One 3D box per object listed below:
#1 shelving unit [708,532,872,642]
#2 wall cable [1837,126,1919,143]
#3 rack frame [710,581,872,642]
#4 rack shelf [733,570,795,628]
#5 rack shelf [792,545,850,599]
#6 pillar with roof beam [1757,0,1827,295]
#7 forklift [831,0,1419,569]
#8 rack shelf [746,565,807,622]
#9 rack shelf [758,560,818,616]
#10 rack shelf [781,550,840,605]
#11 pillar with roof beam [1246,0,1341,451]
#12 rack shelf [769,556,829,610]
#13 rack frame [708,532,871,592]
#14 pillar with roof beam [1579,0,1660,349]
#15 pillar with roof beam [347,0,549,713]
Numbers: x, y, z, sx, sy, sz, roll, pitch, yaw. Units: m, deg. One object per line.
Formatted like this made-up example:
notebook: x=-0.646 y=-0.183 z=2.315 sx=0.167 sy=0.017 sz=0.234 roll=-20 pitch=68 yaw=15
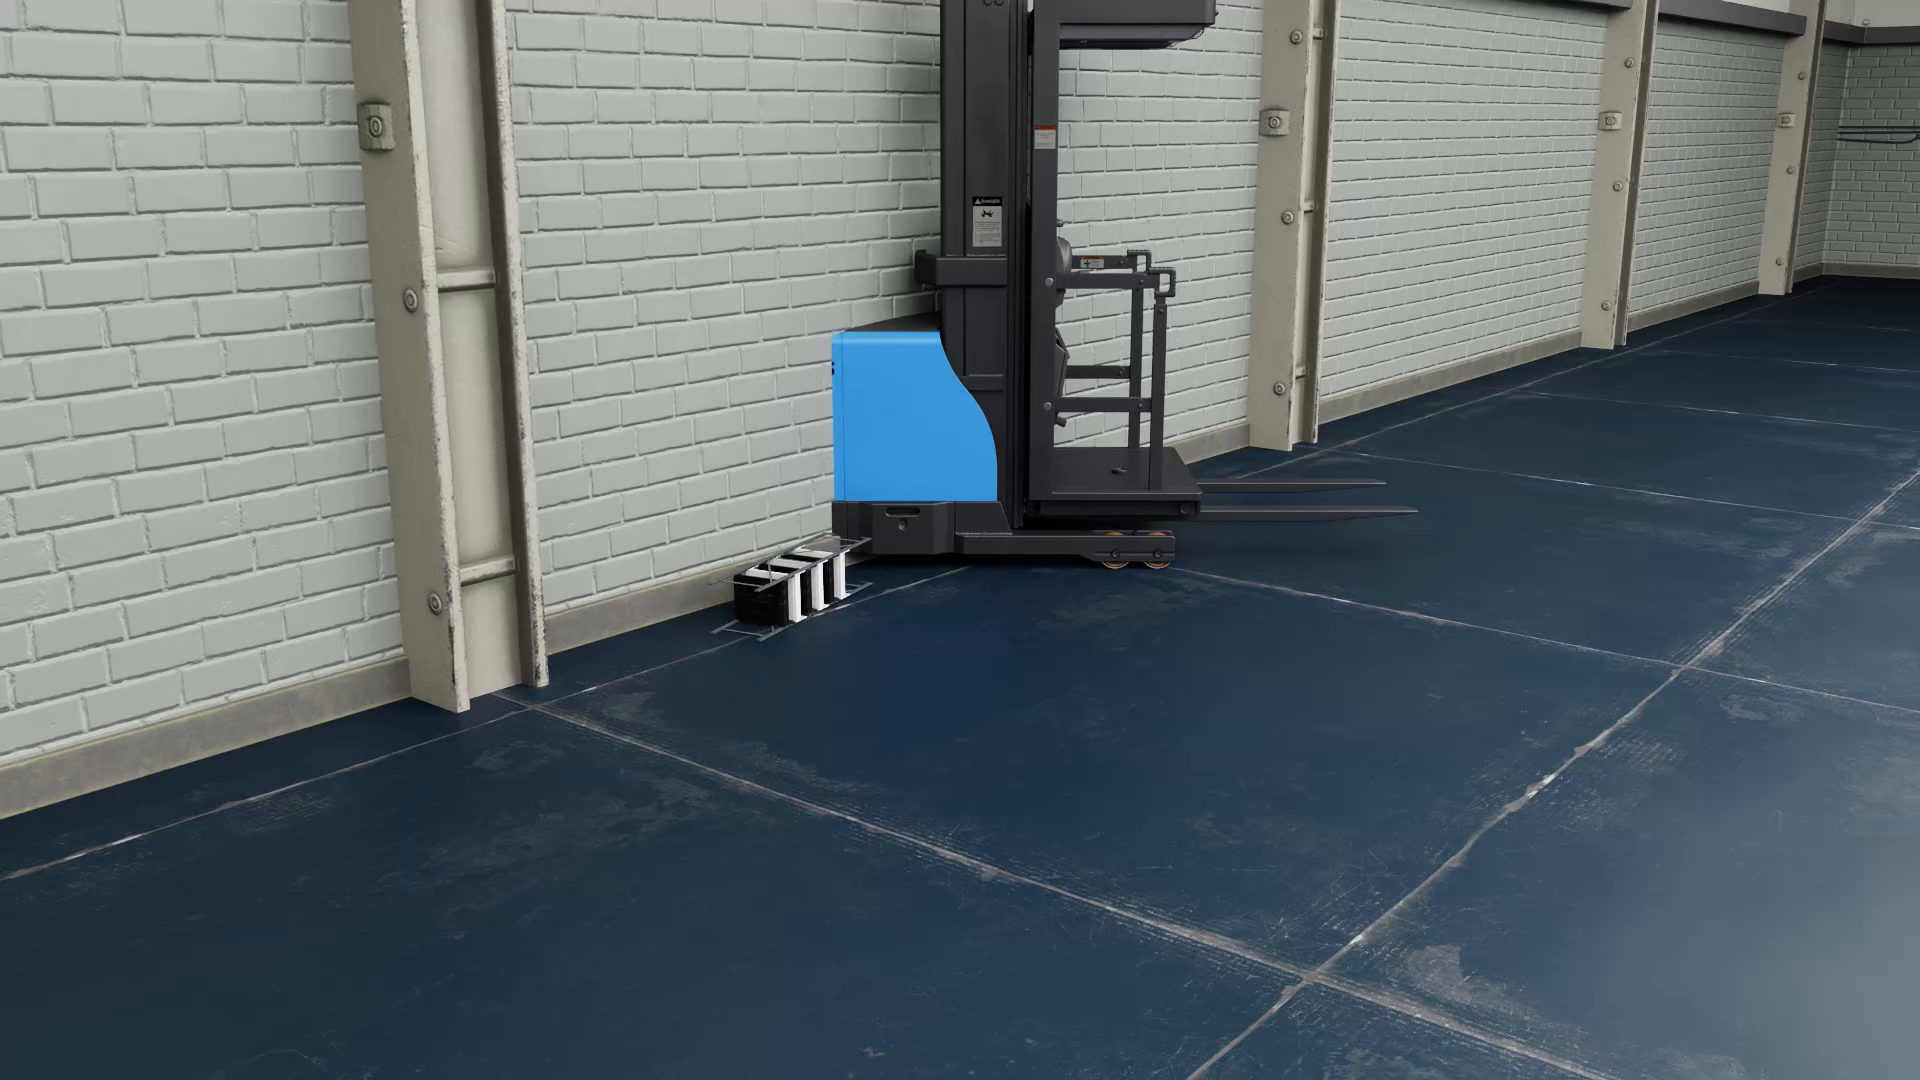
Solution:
shelving unit: x=-0.694 y=0.183 z=6.960 sx=0.258 sy=0.210 sz=0.900 roll=7 pitch=16 yaw=25
wall cable: x=12.455 y=-6.125 z=20.265 sx=3.097 sy=2.526 sz=0.112 roll=11 pitch=18 yaw=38
rack frame: x=-0.693 y=0.281 z=6.986 sx=0.240 sy=0.006 sz=0.900 roll=7 pitch=16 yaw=25
rack shelf: x=-0.799 y=0.237 z=6.755 sx=0.258 sy=0.200 sz=0.077 roll=7 pitch=16 yaw=25
rack shelf: x=-0.599 y=0.134 z=7.145 sx=0.258 sy=0.200 sz=0.077 roll=7 pitch=16 yaw=25
pillar with roof beam: x=12.924 y=-6.605 z=15.845 sx=9.100 sy=9.000 sz=0.400 roll=11 pitch=18 yaw=38
forklift: x=0.623 y=-1.420 z=7.760 sx=3.031 sy=2.935 sz=1.130 roll=0 pitch=14 yaw=0
rack shelf: x=-0.759 y=0.217 z=6.833 sx=0.258 sy=0.200 sz=0.077 roll=7 pitch=16 yaw=25
rack shelf: x=-0.719 y=0.196 z=6.911 sx=0.258 sy=0.200 sz=0.077 roll=7 pitch=16 yaw=25
rack shelf: x=-0.639 y=0.155 z=7.067 sx=0.258 sy=0.200 sz=0.077 roll=7 pitch=16 yaw=25
pillar with roof beam: x=5.381 y=-4.306 z=6.799 sx=9.100 sy=9.000 sz=0.400 roll=11 pitch=18 yaw=38
rack shelf: x=-0.679 y=0.175 z=6.989 sx=0.258 sy=0.200 sz=0.077 roll=7 pitch=16 yaw=25
rack frame: x=-0.694 y=0.085 z=6.935 sx=0.240 sy=0.006 sz=0.900 roll=7 pitch=16 yaw=25
pillar with roof beam: x=9.152 y=-5.456 z=11.322 sx=9.100 sy=9.000 sz=0.400 roll=11 pitch=18 yaw=38
pillar with roof beam: x=1.610 y=-3.157 z=2.275 sx=9.100 sy=9.000 sz=0.400 roll=11 pitch=18 yaw=38
